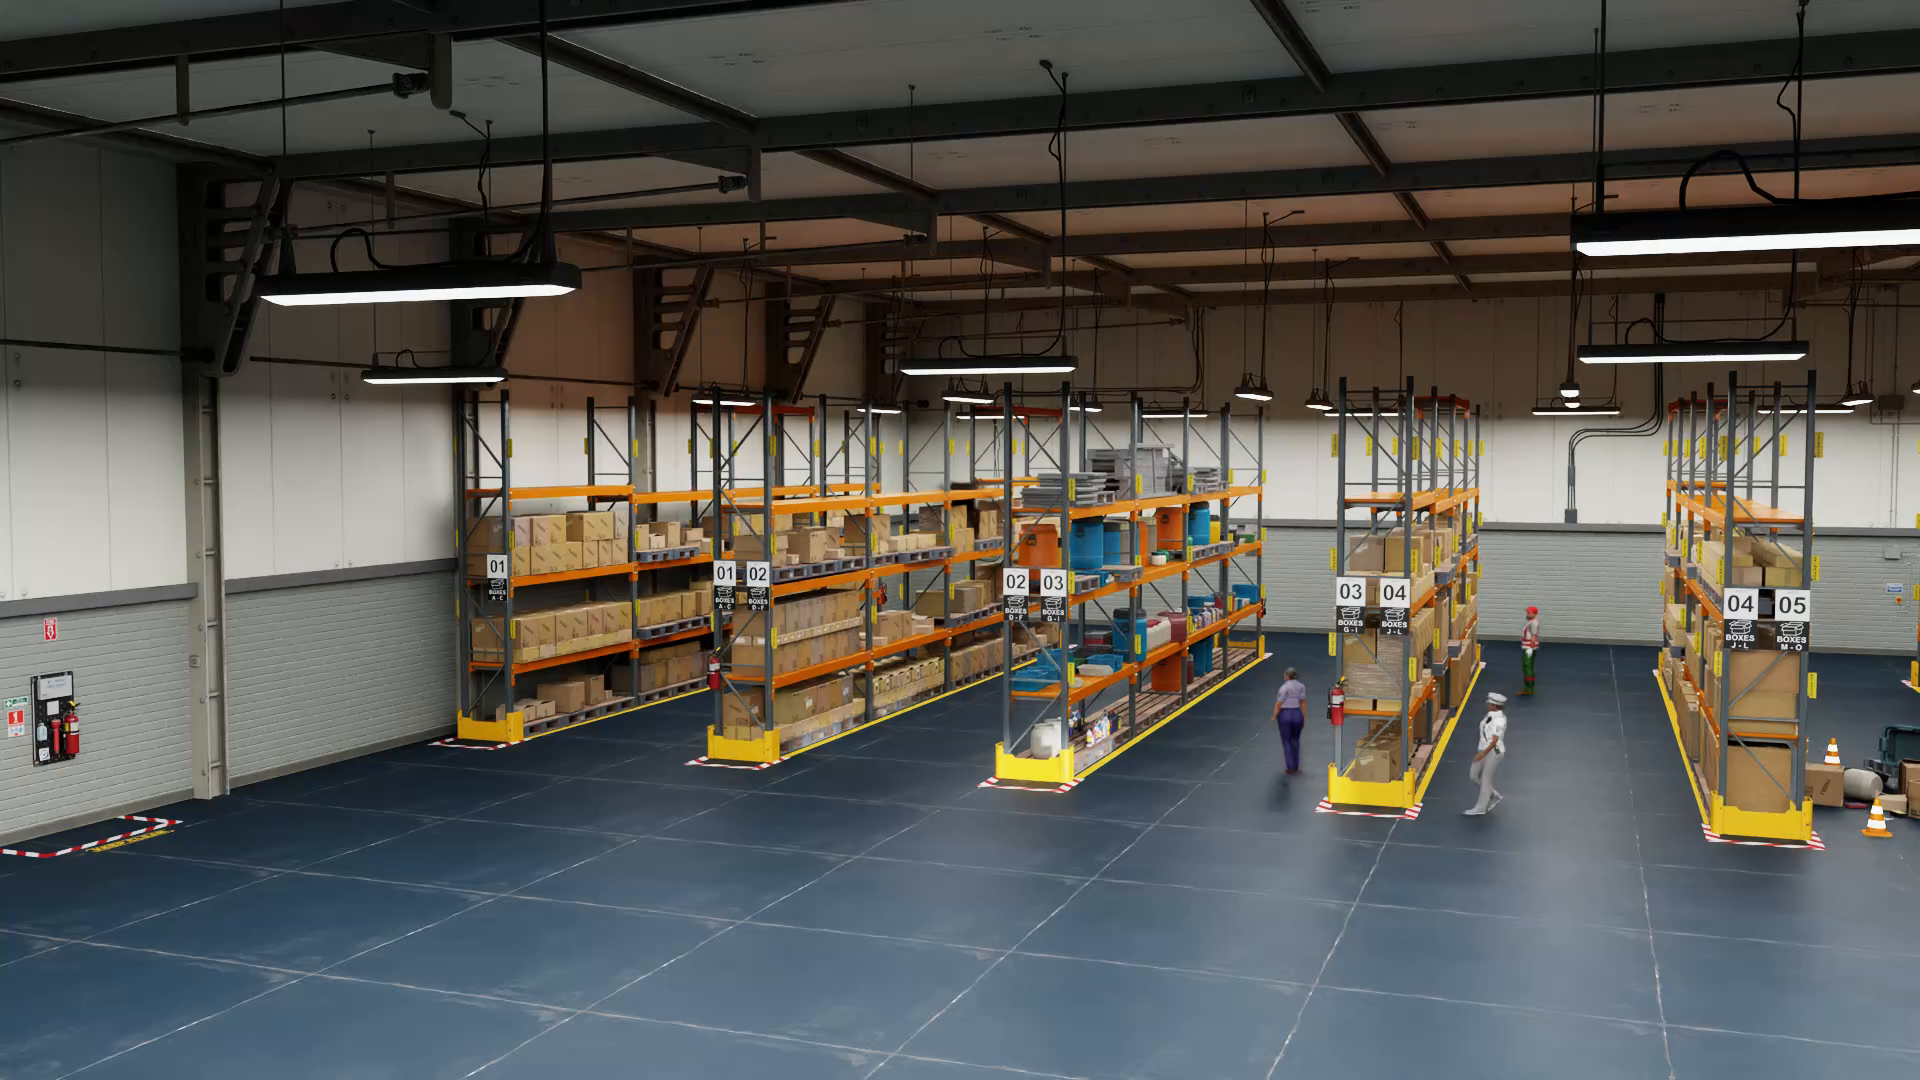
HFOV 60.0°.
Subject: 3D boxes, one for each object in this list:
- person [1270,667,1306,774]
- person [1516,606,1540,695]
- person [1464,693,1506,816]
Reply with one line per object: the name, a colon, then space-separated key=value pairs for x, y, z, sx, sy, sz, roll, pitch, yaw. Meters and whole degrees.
person: x=5.071 y=2.797 z=25.619 sx=0.520 sy=1.708 sz=0.603 roll=-1 pitch=3 yaw=-15
person: x=11.598 y=2.242 z=33.882 sx=0.414 sy=1.800 sz=0.588 roll=2 pitch=4 yaw=30
person: x=7.170 y=2.913 z=22.697 sx=0.595 sy=1.661 sz=0.509 roll=-1 pitch=3 yaw=-12
